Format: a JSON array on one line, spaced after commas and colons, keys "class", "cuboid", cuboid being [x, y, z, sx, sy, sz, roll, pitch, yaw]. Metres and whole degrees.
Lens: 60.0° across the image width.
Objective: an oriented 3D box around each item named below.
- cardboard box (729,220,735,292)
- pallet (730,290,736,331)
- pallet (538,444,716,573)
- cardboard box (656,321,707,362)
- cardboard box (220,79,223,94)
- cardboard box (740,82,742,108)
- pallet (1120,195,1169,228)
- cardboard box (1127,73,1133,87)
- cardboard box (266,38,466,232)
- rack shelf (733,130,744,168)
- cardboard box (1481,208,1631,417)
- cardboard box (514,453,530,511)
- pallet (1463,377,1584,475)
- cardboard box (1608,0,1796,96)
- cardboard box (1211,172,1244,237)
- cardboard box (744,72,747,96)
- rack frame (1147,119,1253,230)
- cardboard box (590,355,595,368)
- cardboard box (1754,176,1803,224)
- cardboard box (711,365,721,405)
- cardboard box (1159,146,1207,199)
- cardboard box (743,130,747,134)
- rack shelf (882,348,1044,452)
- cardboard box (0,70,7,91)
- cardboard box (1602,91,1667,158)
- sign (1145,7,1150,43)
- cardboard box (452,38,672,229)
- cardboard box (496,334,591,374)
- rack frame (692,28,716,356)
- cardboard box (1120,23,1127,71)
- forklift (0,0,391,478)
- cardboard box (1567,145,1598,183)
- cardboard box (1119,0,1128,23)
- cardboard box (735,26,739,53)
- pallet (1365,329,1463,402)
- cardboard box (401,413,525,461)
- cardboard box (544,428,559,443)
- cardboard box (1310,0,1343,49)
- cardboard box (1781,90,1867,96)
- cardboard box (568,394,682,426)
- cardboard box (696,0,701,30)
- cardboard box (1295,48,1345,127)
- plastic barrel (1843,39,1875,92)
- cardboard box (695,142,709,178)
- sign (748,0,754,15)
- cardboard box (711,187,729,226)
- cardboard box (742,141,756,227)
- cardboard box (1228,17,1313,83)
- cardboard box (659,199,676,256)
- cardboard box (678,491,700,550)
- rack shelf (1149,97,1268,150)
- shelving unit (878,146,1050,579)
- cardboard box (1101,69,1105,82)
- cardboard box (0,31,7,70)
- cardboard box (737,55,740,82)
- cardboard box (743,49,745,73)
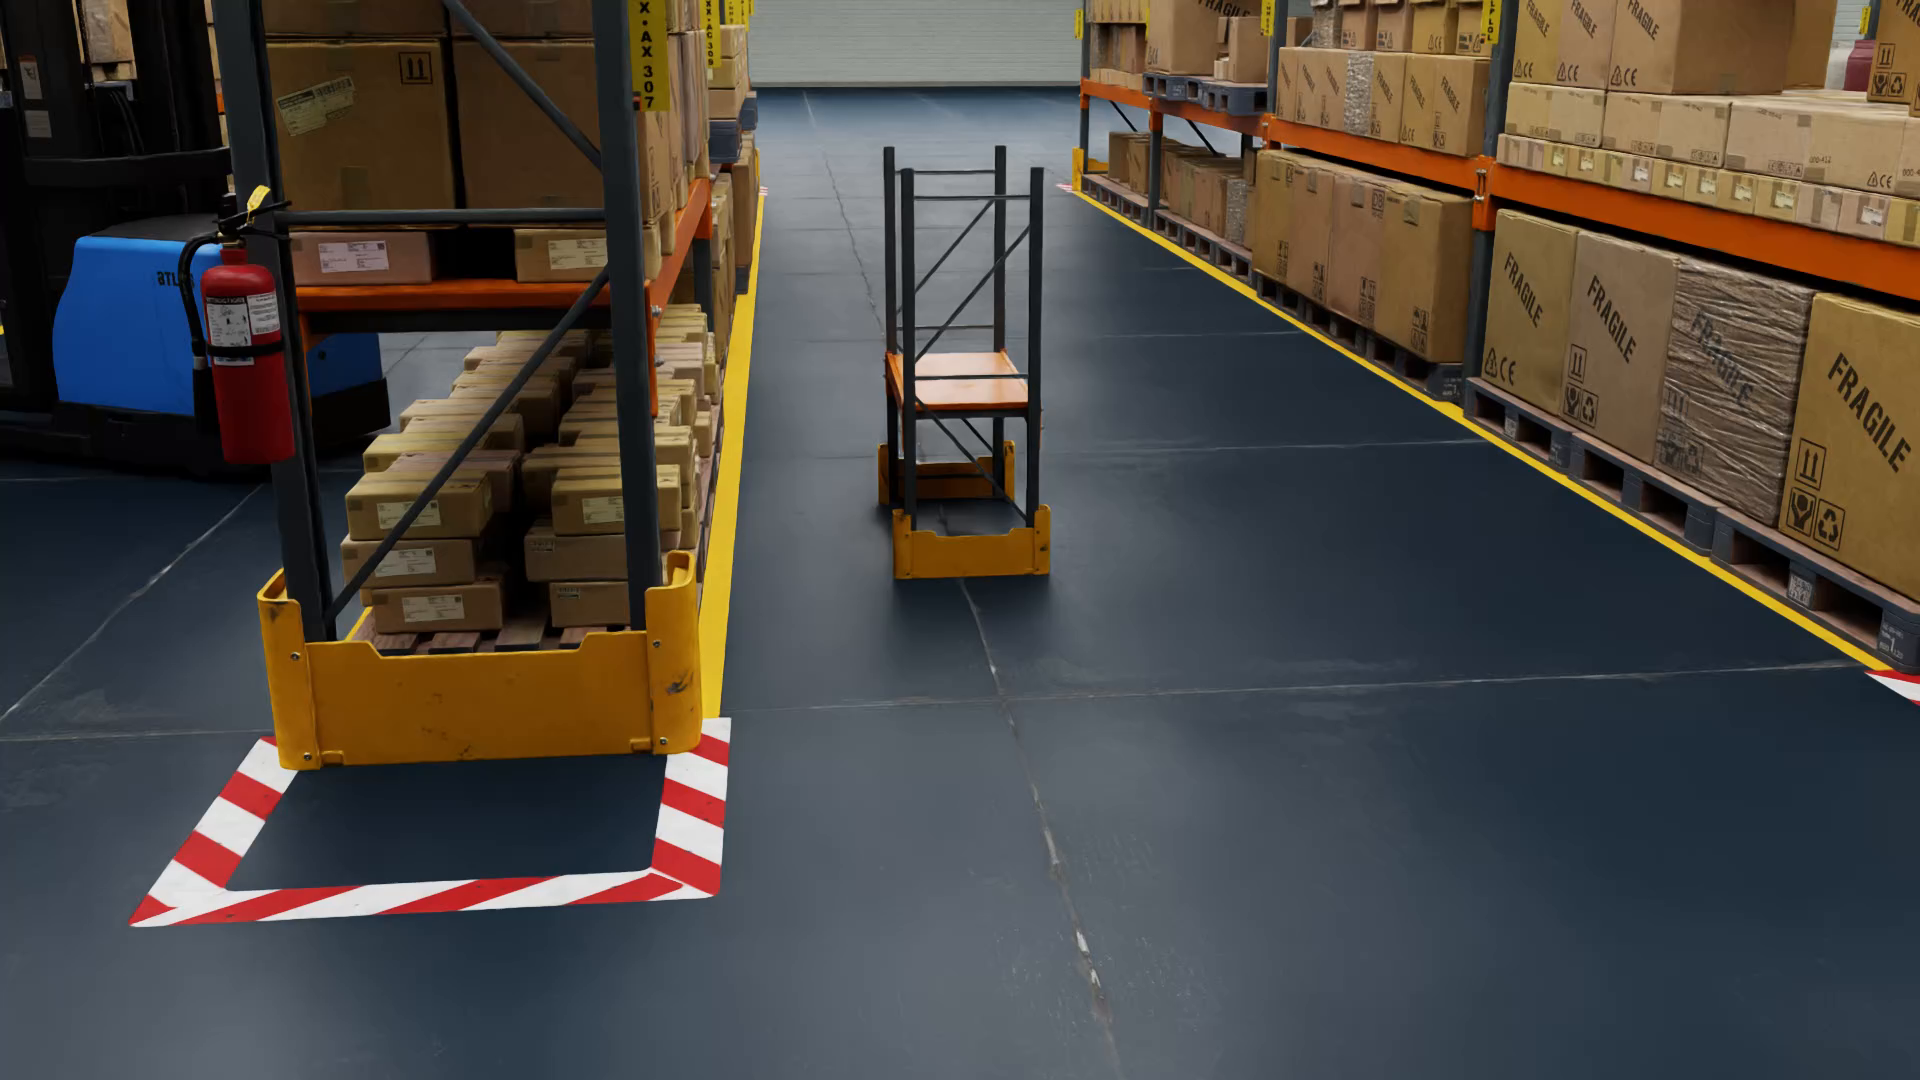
[{"class": "cardboard box", "cuboid": [-1.786, -1.882, 11.137, 0.500, 0.500, 0.500, -1, 17, -3]}, {"class": "pallet", "cuboid": [-2.084, -1.654, 11.593, 1.003, 0.211, 1.213, -2, 18, -6]}, {"class": "pallet", "cuboid": [-1.517, -0.132, 6.745, 1.003, 0.211, 1.213, -2, 18, -6]}, {"class": "cardboard box", "cuboid": [-1.357, -0.903, 7.610, 0.380, 0.149, 0.250, -2, 18, -6]}, {"class": "cardboard box", "cuboid": [-7.329, -4.437, 16.220, 0.380, 0.149, 0.250, -1, 17, -4]}, {"class": "cardboard box", "cuboid": [-1.442, -2.545, 9.495, 0.380, 0.149, 0.250, -3, 18, -8]}, {"class": "pallet", "cuboid": [2.264, -3.401, 17.157, 1.003, 0.211, 1.213, -2, 18, -6]}, {"class": "cardboard box", "cuboid": [1.974, -4.841, 17.509, 0.380, 0.149, 0.250, -2, 18, -6]}, {"class": "cardboard box", "cuboid": [-1.641, -1.149, 4.667, 0.500, 0.500, 0.500, -1, 17, -5]}, {"class": "rack shelf", "cuboid": [-2.370, -3.470, 13.923, 1.077, 0.370, 4.000, -2, 18, -6]}, {"class": "cardboard box", "cuboid": [3.182, -1.136, 8.135, 0.875, 0.875, 0.875, -2, 18, -6]}, {"class": "cardboard box", "cuboid": [-1.657, -0.202, 5.876, 0.380, 0.149, 0.250, -2, 18, -6]}, {"class": "pallet", "cuboid": [3.194, -0.589, 8.202, 1.003, 0.211, 1.213, -2, 18, -6]}, {"class": "cardboard box", "cuboid": [3.090, -2.124, 6.938, 0.500, 0.500, 0.500, -2, 18, -7]}, {"class": "cardboard box", "cuboid": [2.556, -2.890, 14.314, 0.700, 0.500, 0.500, 0, 17, -1]}, {"class": "cardboard box", "cuboid": [-1.605, -3.014, 10.989, 0.380, 0.149, 0.250, -1, 17, -5]}, {"class": "rack frame", "cuboid": [2.368, -4.532, 16.106, 1.000, 3.000, 0.127, -2, 18, -6]}, {"class": "cardboard box", "cuboid": [-1.855, -0.746, 7.607, 0.380, 0.149, 0.250, -2, 18, -6]}, {"class": "cardboard box", "cuboid": [3.135, -1.237, 6.030, 0.380, 0.149, 0.250, -2, 18, -7]}, {"class": "cardboard box", "cuboid": [-1.372, -0.760, 8.147, 0.380, 0.149, 0.250, -2, 17, -5]}, {"class": "cardboard box", "cuboid": [2.300, -3.831, 17.343, 0.500, 0.500, 0.500, 4, 18, 12]}, {"class": "cardboard box", "cuboid": [-2.571, -3.785, 16.572, 0.875, 0.875, 0.875, -2, 17, -5]}, {"class": "rack shelf", "cuboid": [-0.009, -0.569, 6.587, 0.538, 0.185, 1.000, -2, 18, -6]}, {"class": "cardboard box", "cuboid": [-6.925, -3.217, 11.636, 0.380, 0.149, 0.250, -3, 18, -9]}, {"class": "cardboard box", "cuboid": [3.086, -1.769, 7.056, 0.500, 0.250, 0.500, -1, 17, -4]}, {"class": "sign", "cuboid": [1.829, -4.926, 15.915, 0.100, 0.325, 0.005, -2, 18, -6]}, {"class": "cardboard box", "cuboid": [-1.110, -1.166, 4.719, 0.500, 0.500, 0.500, -1, 17, -3]}, {"class": "cardboard box", "cuboid": [-1.827, -0.806, 7.302, 0.380, 0.149, 0.250, -2, 18, -7]}, {"class": "rack frame", "cuboid": [-1.751, -2.026, 8.121, 1.000, 3.000, 0.127, -2, 18, -6]}, {"class": "cardboard box", "cuboid": [2.204, -5.304, 17.900, 0.875, 0.500, 0.500, -2, 18, -6]}, {"class": "forklift", "cuboid": [-4.391, -1.940, 7.964, 3.031, 2.935, 1.130, 7, 19, 21]}, {"class": "cardboard box", "cuboid": [2.976, -1.695, 7.489, 0.380, 0.149, 0.250, -2, 18, -7]}, {"class": "cardboard box", "cuboid": [1.944, -5.622, 17.245, 0.500, 0.500, 0.500, -2, 18, -6]}, {"class": "cardboard box", "cuboid": [-1.416, -2.755, 9.171, 0.380, 0.149, 0.250, -2, 18, -6]}, {"class": "pallet", "cuboid": [3.039, -1.046, 9.656, 1.003, 0.211, 1.213, -2, 18, -6]}, {"class": "cardboard box", "cuboid": [-1.730, -0.337, 5.807, 0.380, 0.149, 0.250, -2, 18, -8]}, {"class": "cardboard box", "cuboid": [-1.859, -0.362, 6.881, 0.380, 0.149, 0.250, -2, 18, -7]}, {"class": "cardboard box", "cuboid": [2.840, -3.648, 11.449, 0.797, 0.503, 0.637, -1, 17, -4]}, {"class": "cardboard box", "cuboid": [3.608, -1.790, 7.123, 0.500, 0.250, 0.500, -1, 17, -5]}, {"class": "cardboard box", "cuboid": [-1.228, -0.436, 6.124, 0.380, 0.149, 0.250, -1, 17, -3]}, {"class": "cardboard box", "cuboid": [-1.433, -2.561, 7.493, 0.500, 0.500, 0.500, -2, 18, -8]}, {"class": "cardboard box", "cuboid": [2.615, -3.081, 11.317, 0.500, 0.500, 0.500, -2, 18, -7]}, {"class": "plastic barrel", "cuboid": [7.358, -3.687, 13.187, 0.600, 0.536, 0.708, -2, 18, -6]}, {"class": "cardboard box", "cuboid": [-1.354, -1.755, 7.677, 0.380, 0.149, 0.250, -2, 18, -7]}, {"class": "sign", "cuboid": [-2.447, -6.279, 19.341, 0.100, 0.325, 0.005, -2, 18, -6]}, {"class": "cardboard box", "cuboid": [-1.732, -2.085, 10.531, 0.500, 0.250, 0.500, -1, 17, -4]}, {"class": "cardboard box", "cuboid": [-2.327, -3.066, 14.491, 1.050, 0.750, 0.750, -2, 18, -6]}, {"class": "cardboard box", "cuboid": [2.528, -3.911, 13.260, 0.700, 0.500, 0.500, 1, 17, 3]}, {"class": "cardboard box", "cuboid": [-1.088, -0.977, 5.201, 0.380, 0.149, 0.250, -2, 18, -7]}, {"class": "cardboard box", "cuboid": [-1.132, -0.069, 5.947, 0.380, 0.149, 0.250, -2, 17, -5]}, {"class": "rack shelf", "cuboid": [2.574, -3.593, 14.315, 1.077, 0.370, 4.000, -2, 18, -6]}, {"class": "shelving unit", "cuboid": [-0.008, -0.738, 6.525, 0.587, 1.500, 1.083, -2, 18, -6]}, {"class": "cardboard box", "cuboid": [1.812, -5.288, 18.932, 0.380, 0.149, 0.250, -2, 18, -6]}, {"class": "cardboard box", "cuboid": [-6.893, -3.566, 11.662, 0.500, 0.500, 0.500, -2, 18, -7]}, {"class": "cardboard box", "cuboid": [-1.417, -2.611, 9.208, 0.380, 0.149, 0.250, -3, 18, -8]}, {"class": "cardboard box", "cuboid": [-1.575, -3.074, 10.684, 0.380, 0.149, 0.250, -2, 18, -6]}]
